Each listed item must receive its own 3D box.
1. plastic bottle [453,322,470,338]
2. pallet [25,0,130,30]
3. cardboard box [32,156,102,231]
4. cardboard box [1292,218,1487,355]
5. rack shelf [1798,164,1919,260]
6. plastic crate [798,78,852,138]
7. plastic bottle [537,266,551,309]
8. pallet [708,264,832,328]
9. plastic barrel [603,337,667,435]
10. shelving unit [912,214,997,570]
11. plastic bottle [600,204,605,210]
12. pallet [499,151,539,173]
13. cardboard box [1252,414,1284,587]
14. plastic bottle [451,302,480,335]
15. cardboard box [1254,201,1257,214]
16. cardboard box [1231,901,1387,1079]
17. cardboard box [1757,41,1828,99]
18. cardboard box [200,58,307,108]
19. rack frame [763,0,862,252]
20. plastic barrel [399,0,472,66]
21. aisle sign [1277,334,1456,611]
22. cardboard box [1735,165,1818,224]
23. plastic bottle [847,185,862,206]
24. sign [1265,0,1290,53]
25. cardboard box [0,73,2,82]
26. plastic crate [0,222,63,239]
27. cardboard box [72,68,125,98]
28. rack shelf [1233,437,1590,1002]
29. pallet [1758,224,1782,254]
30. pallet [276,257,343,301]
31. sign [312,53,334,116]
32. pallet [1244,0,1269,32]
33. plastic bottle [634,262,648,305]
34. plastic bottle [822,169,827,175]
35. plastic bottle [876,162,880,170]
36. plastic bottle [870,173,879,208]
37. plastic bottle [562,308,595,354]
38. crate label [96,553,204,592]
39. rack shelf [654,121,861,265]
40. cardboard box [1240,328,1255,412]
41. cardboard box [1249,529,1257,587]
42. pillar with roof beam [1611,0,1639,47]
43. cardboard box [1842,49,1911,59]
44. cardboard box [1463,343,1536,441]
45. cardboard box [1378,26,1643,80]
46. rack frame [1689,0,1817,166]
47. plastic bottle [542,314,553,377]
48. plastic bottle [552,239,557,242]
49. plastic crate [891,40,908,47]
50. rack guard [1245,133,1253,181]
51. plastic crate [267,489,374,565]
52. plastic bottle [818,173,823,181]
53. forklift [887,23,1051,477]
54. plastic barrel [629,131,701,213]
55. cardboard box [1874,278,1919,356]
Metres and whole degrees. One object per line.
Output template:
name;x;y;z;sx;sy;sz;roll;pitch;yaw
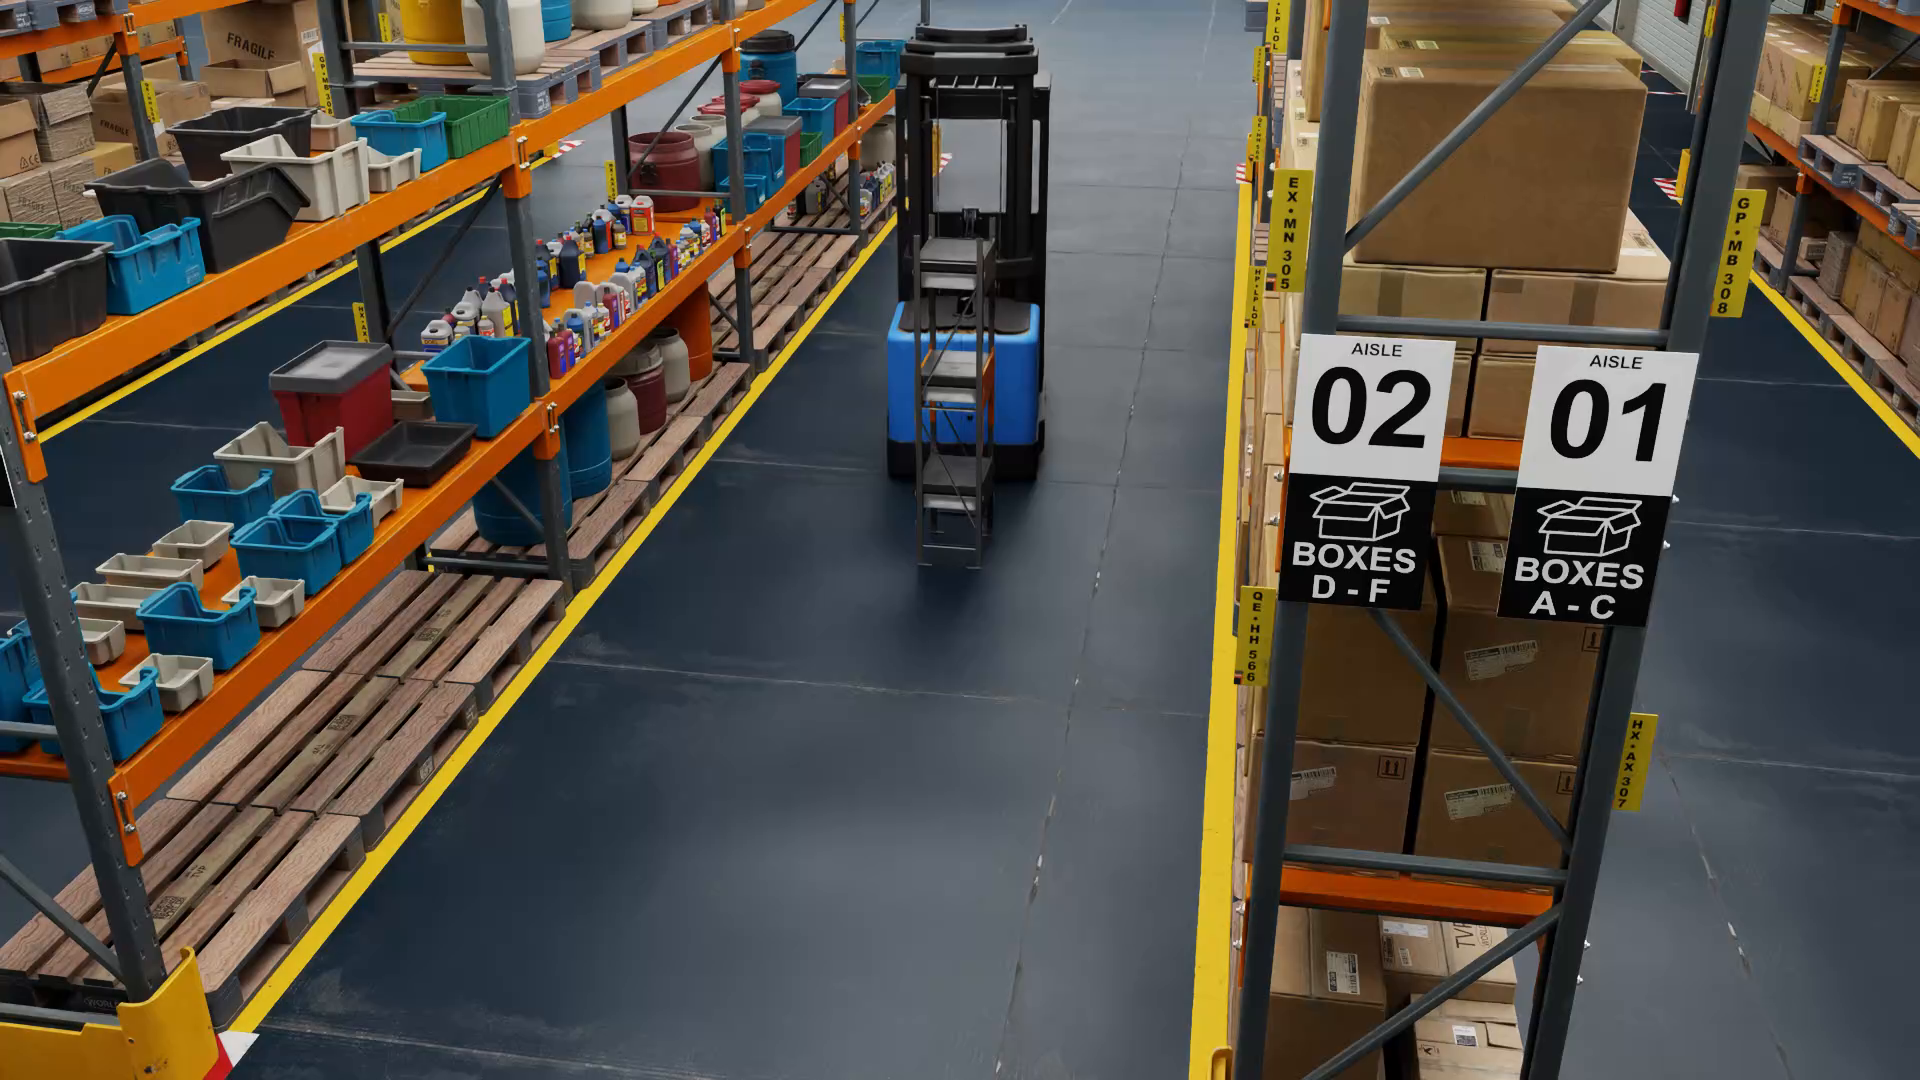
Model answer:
plastic bottle;-3.007;-1.218;10.049;0.097;0.201;0.097;0;25;0
pallet;-7.112;-4.035;12.517;1.213;0.211;1.003;5;26;11
cardboard box;-6.982;-2.649;12.753;0.500;0.500;0.500;4;25;8
cardboard box;1.239;-0.751;4.865;0.500;0.250;0.500;4;25;9
rack shelf;7.928;-2.516;13.436;1.077;0.370;4.000;4;25;9
plastic crate;-1.296;-4.170;16.046;0.402;0.464;0.583;4;25;9
plastic bottle;-2.753;-1.664;10.919;0.097;0.271;0.097;0;25;0
pallet;-1.806;-2.259;15.328;1.003;0.211;1.213;4;25;9
plastic barrel;-2.420;-1.112;11.937;0.600;0.588;0.708;4;25;9
shelving unit;-0.027;-0.882;10.157;0.431;2.100;0.503;4;25;9
plastic bottle;-2.661;-2.346;12.362;0.061;0.283;0.133;4;25;9
pallet;-5.932;-4.749;20.647;1.003;0.211;1.213;4;25;9
cardboard box;1.369;-0.133;6.199;0.500;0.500;0.500;5;25;10
plastic bottle;-3.021;-1.303;10.142;0.152;0.276;0.135;4;25;9
cardboard box;3.054;-3.064;15.843;0.500;0.311;0.500;4;25;9
cardboard box;1.252;1.687;6.038;0.500;0.500;0.500;4;25;9
cardboard box;8.196;-4.598;16.303;0.500;0.500;0.500;3;25;7
cardboard box;-6.597;-4.214;15.597;0.797;0.503;0.637;7;26;14
rack frame;-1.519;-4.365;16.537;1.000;3.000;0.127;4;25;9
plastic barrel;-2.877;-3.049;9.470;0.600;0.588;0.600;0;25;0
aisle sign;1.093;-0.172;4.512;0.394;0.787;0.004;4;25;9
cardboard box;8.445;-3.594;17.319;0.700;0.500;0.500;2;25;5
plastic bottle;-1.120;-3.684;17.687;0.144;0.351;0.185;4;25;9
sign;1.512;-2.483;7.903;0.100;0.325;0.005;4;25;9
cardboard box;-11.233;-5.317;18.395;0.875;0.550;0.550;4;25;9
plastic crate;-3.600;-1.041;6.148;0.450;0.188;0.336;4;25;9
cardboard box;-10.816;-5.339;20.628;0.875;0.875;0.875;4;25;8
rack shelf;1.733;0.488;7.018;1.077;0.370;4.000;4;25;9
pallet;8.527;-3.211;17.361;1.003;0.211;1.213;4;25;9
pallet;-6.728;-2.608;16.073;1.003;0.211;1.213;4;25;9
sign;-3.369;-2.421;8.835;0.100;0.325;0.005;4;25;9
pallet;2.736;-3.910;12.251;1.213;0.211;1.003;5;26;11
plastic bottle;-2.124;-1.700;10.995;0.097;0.271;0.097;0;25;0
plastic bottle;-1.541;-4.080;18.627;0.097;0.271;0.097;0;25;0
plastic bottle;-0.906;-4.112;18.682;0.061;0.283;0.133;4;25;9
plastic bottle;-0.947;-3.752;17.834;0.144;0.351;0.185;3;25;6
plastic bottle;-2.315;-1.283;10.100;0.152;0.276;0.135;4;25;9
crate label;-3.442;0.154;7.123;0.396;0.136;0.243;4;25;9
rack shelf;-1.846;-3.203;14.903;1.077;0.370;4.000;4;25;9
cardboard box;2.357;-1.244;12.299;0.500;0.500;0.500;5;26;11
cardboard box;1.462;0.111;6.857;0.500;0.500;0.500;4;25;8
pillar with roof beam;7.362;-13.033;27.979;9.100;9.000;0.400;4;25;9
cardboard box;8.626;-4.358;15.790;0.500;0.500;0.500;4;25;8
cardboard box;1.741;-0.489;4.896;0.500;0.250;0.500;4;25;9
cardboard box;1.639;-1.277;5.105;0.700;0.500;0.500;4;25;9
rack frame;8.909;-5.352;18.645;1.000;3.000;0.127;4;25;9
plastic bottle;-2.442;-1.139;9.702;0.144;0.351;0.185;4;25;9
plastic bottle;-2.797;-1.946;11.520;0.097;0.271;0.097;0;25;0
plastic crate;-0.652;-5.741;19.651;0.499;0.251;0.616;4;25;9
rack guard;4.025;-4.571;19.926;1.175;0.500;0.348;4;25;9
plastic crate;-2.851;-0.054;7.454;0.416;0.233;0.300;4;25;9
plastic bottle;-1.508;-3.842;18.106;0.061;0.283;0.133;4;25;9
forklift;0.103;-2.350;12.314;1.130;2.935;3.031;2;25;3
plastic barrel;-2.396;-2.969;13.394;0.600;0.536;0.708;4;25;9
cardboard box;7.920;-1.795;13.476;0.700;0.500;0.500;4;25;8
